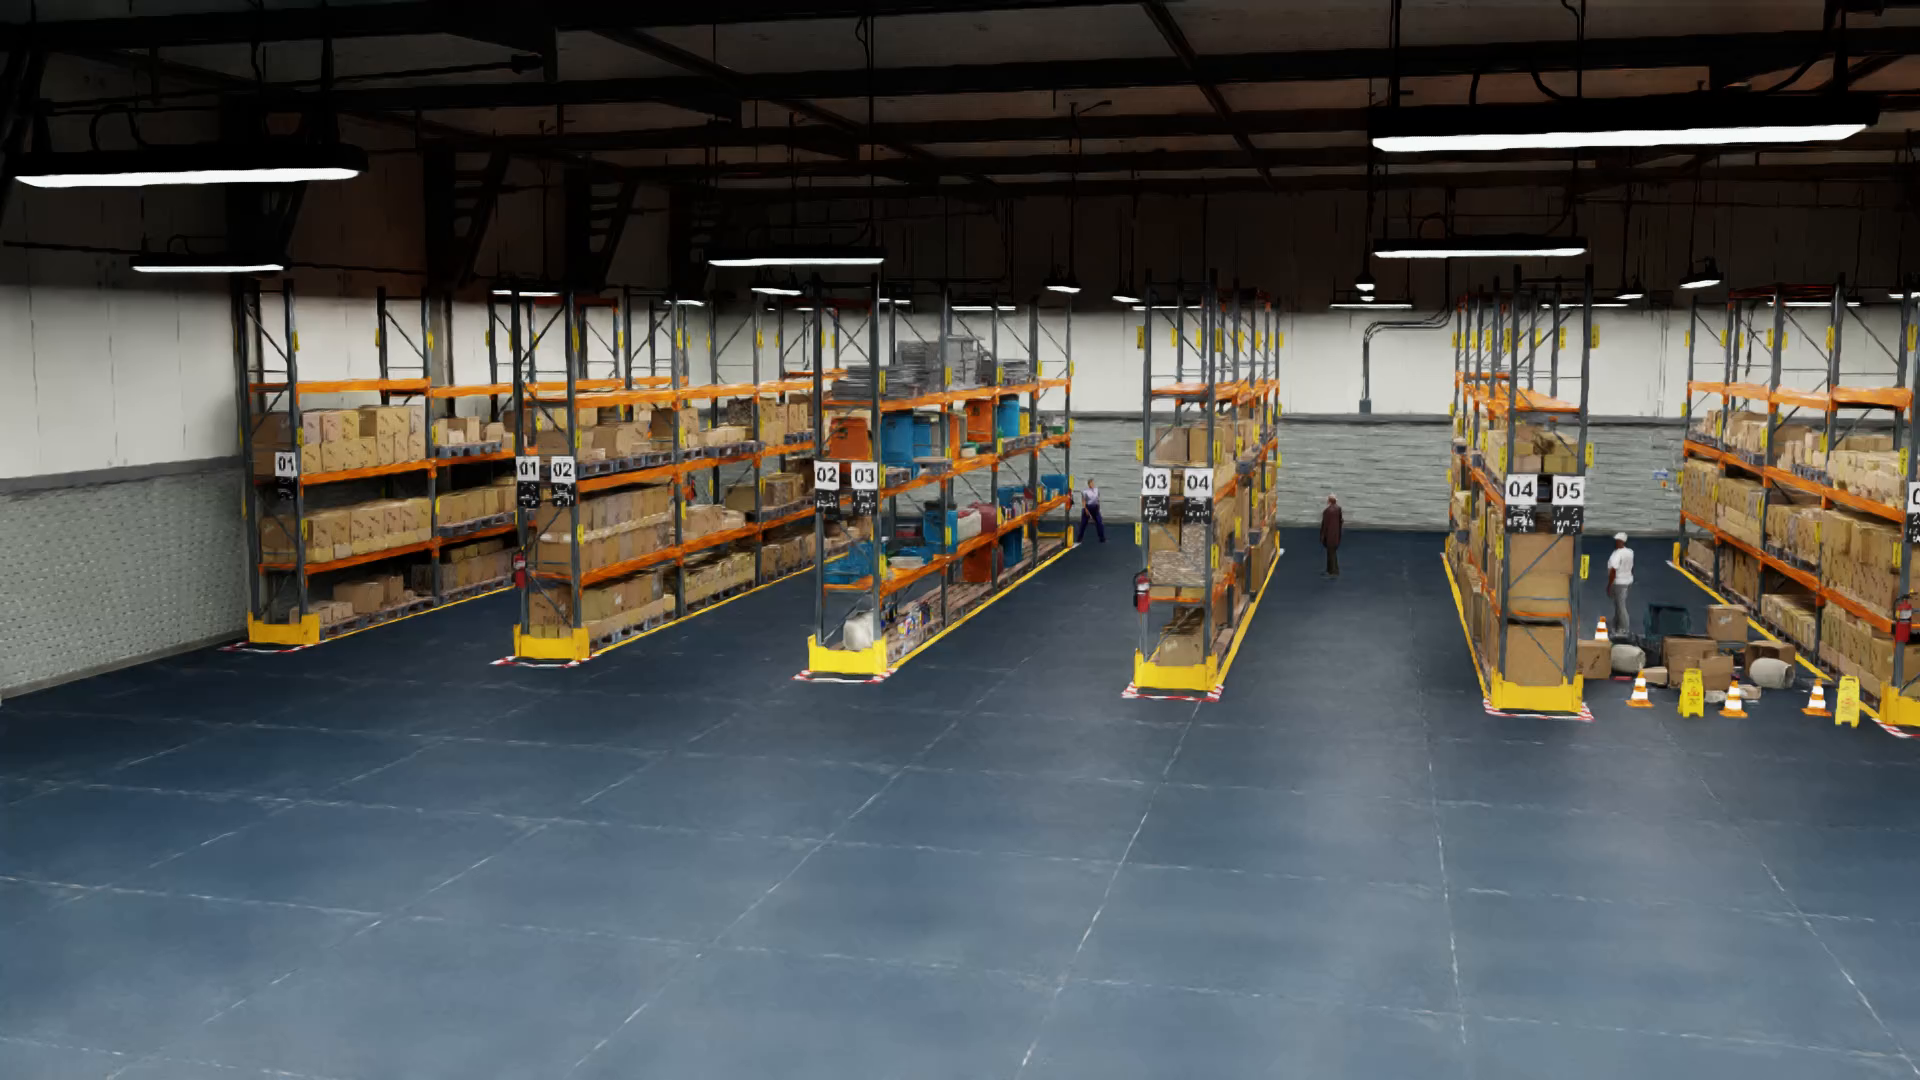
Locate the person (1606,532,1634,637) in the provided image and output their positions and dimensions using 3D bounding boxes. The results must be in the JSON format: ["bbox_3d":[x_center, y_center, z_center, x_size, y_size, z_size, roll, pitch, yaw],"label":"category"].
[{"bbox_3d":[11.154,0.736,28.197,0.673,1.763,0.580,-7,10,-44],"label":"person"}]

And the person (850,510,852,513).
[{"bbox_3d":[-2.811,-1.311,45.737,0.627,1.654,0.458,-7,9,-43],"label":"person"}]

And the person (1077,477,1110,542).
[{"bbox_3d":[3.298,-0.767,41.419,0.710,1.620,0.666,-3,8,-25],"label":"person"}]

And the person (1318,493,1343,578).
[{"bbox_3d":[7.806,-0.104,35.111,0.630,1.773,0.678,6,9,43],"label":"person"}]
